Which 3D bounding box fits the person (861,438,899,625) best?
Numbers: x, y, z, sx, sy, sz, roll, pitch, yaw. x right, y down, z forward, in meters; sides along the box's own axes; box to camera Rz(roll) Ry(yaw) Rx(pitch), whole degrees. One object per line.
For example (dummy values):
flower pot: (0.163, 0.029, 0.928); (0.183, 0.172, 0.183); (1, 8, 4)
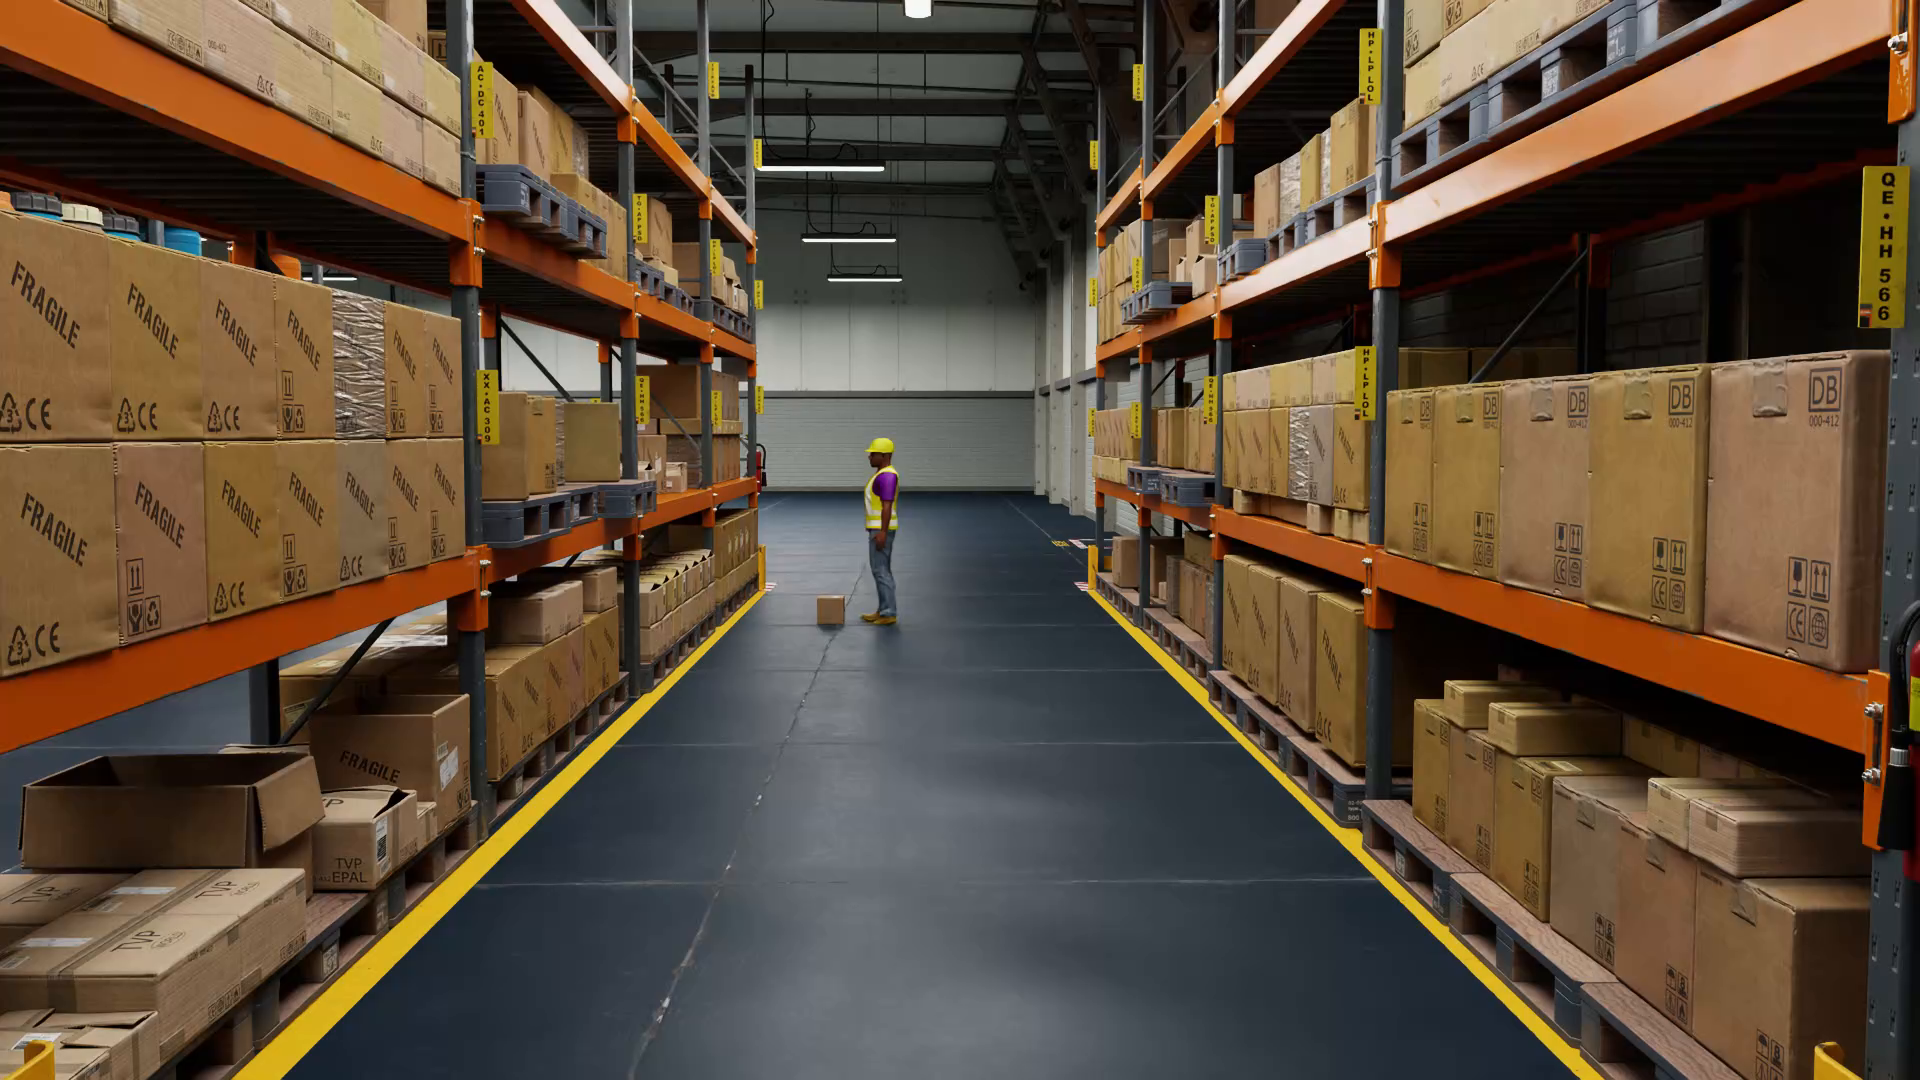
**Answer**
person: (-0.767, -0.070, 15.920); (0.377, 1.807, 0.575); (0, 4, -2)
